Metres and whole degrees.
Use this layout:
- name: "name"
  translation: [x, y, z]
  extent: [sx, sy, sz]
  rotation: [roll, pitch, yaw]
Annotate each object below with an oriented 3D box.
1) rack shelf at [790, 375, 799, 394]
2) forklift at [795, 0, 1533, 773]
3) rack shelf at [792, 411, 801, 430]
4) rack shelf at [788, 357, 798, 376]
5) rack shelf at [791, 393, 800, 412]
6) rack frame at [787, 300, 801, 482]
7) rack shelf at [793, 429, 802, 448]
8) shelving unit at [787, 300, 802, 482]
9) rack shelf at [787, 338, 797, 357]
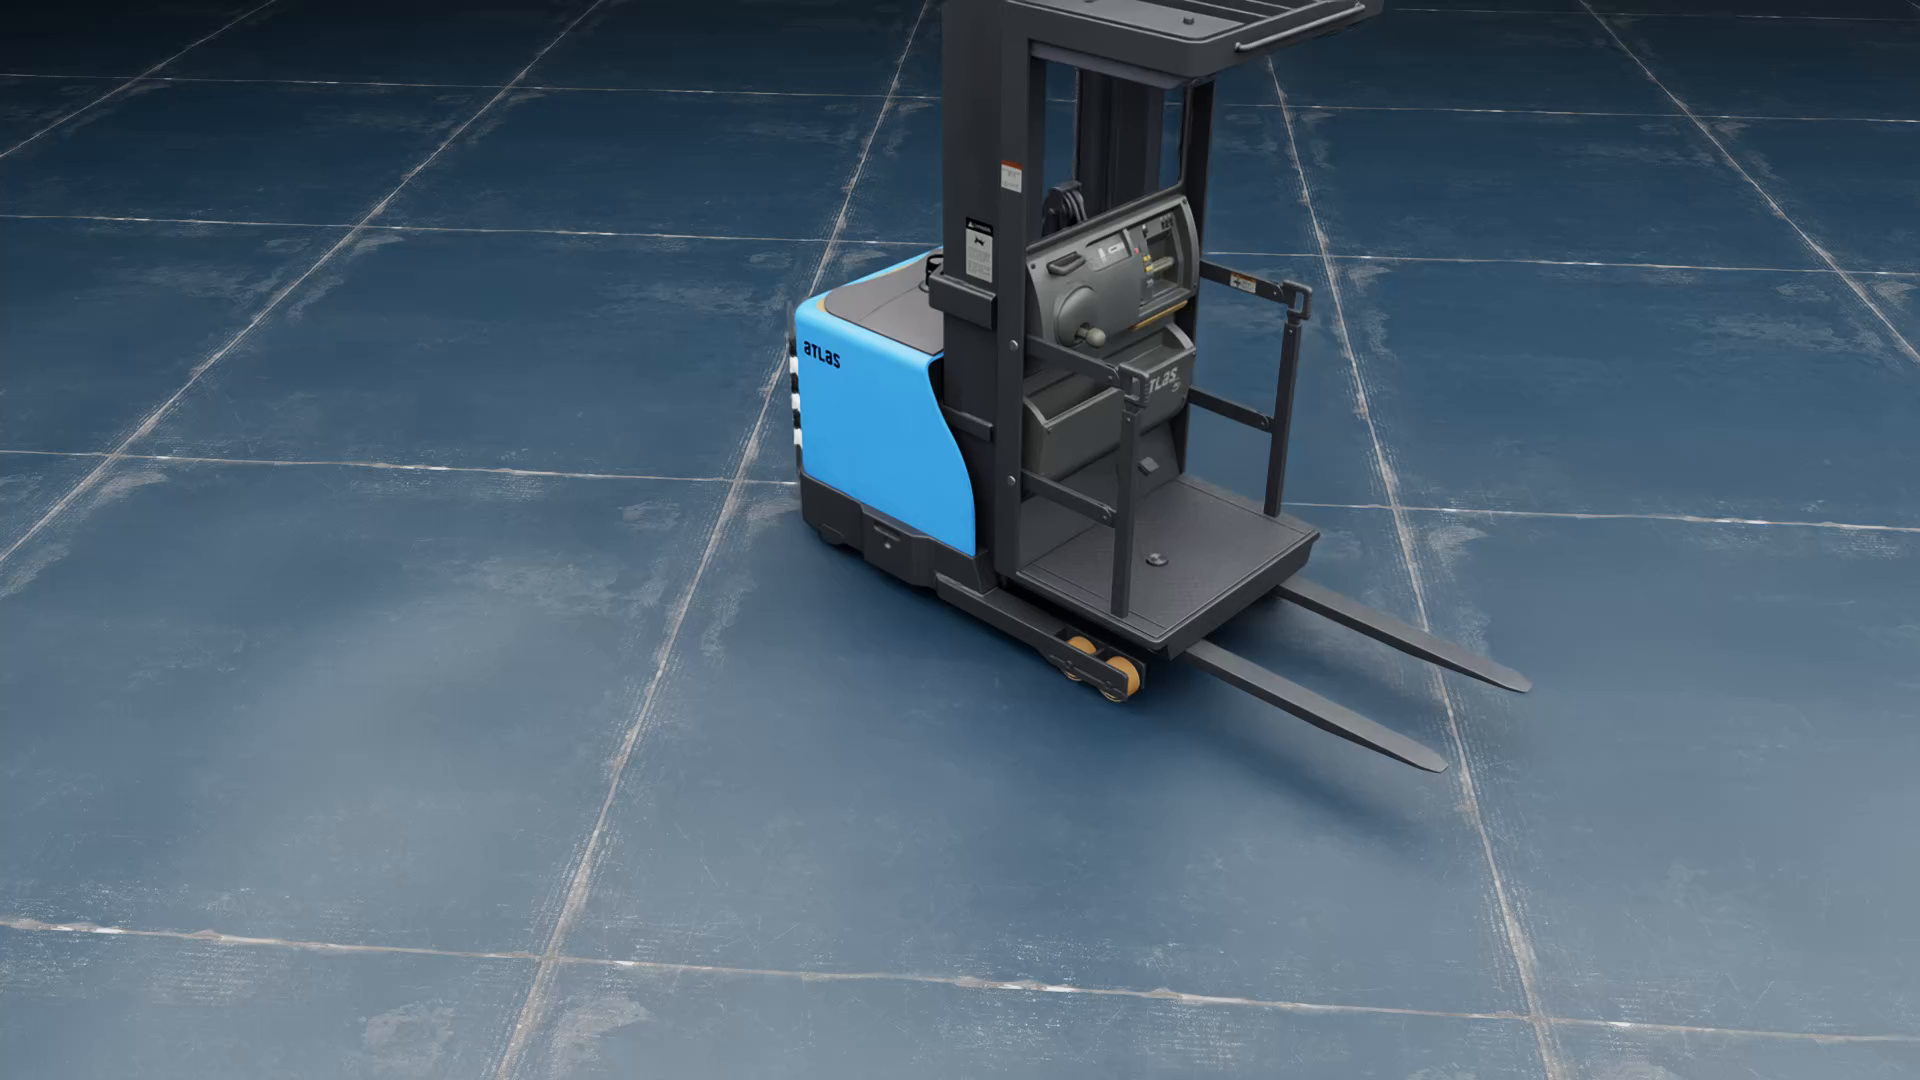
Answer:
- name: "rack shelf"
  translation: [-0.605, -0.673, 7.376]
  extent: [0.258, 0.077, 0.200]
  rotation: [-10, 33, -16]
- name: "forklift"
  translation: [0.730, -0.950, 5.998]
  extent: [3.031, 2.935, 1.130]
  rotation: [26, 40, 36]
- name: "rack shelf"
  translation: [-0.605, -0.520, 7.471]
  extent: [0.258, 0.077, 0.200]
  rotation: [-10, 33, -16]
- name: "rack shelf"
  translation: [-0.605, -0.749, 7.329]
  extent: [0.258, 0.077, 0.200]
  rotation: [-10, 33, -16]
- name: "rack shelf"
  translation: [-0.605, -0.596, 7.423]
  extent: [0.258, 0.077, 0.200]
  rotation: [-10, 33, -16]
- name: "rack frame"
  translation: [-0.638, -0.675, 7.488]
  extent: [0.240, 0.900, 0.006]
  rotation: [-10, 33, -16]
- name: "rack shelf"
  translation: [-0.605, -0.443, 7.518]
  extent: [0.258, 0.077, 0.200]
  rotation: [-10, 33, -16]
- name: "shelving unit"
  translation: [-0.605, -0.625, 7.406]
  extent: [0.258, 0.900, 0.210]
  rotation: [-10, 33, -16]
- name: "rack shelf"
  translation: [-0.605, -0.826, 7.282]
  extent: [0.258, 0.077, 0.200]
  rotation: [-10, 33, -16]
